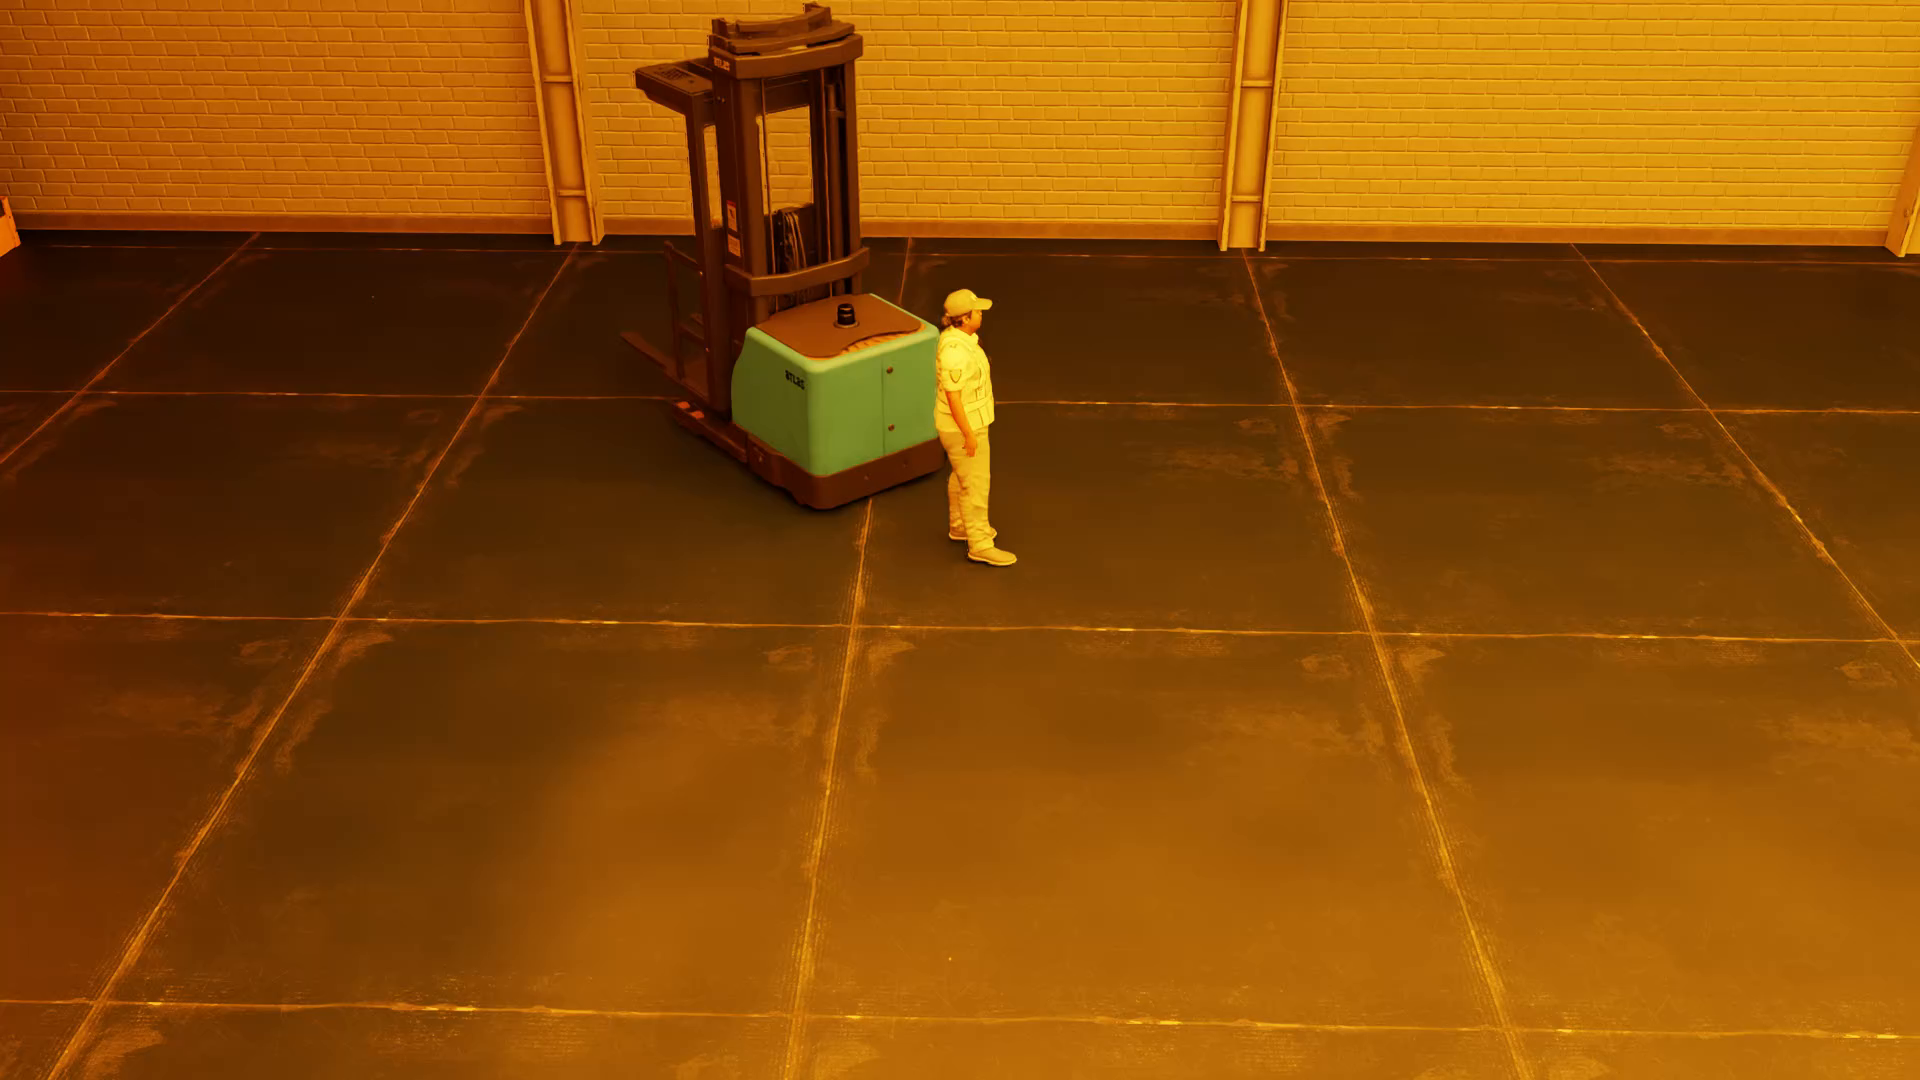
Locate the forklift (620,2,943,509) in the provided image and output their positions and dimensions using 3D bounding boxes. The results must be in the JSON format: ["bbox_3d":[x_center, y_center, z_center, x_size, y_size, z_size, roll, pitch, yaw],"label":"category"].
[{"bbox_3d":[-1.414,-2.145,11.252,1.130,2.935,3.031,-22,37,-32],"label":"forklift"}]

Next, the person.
[{"bbox_3d":[0.095,-0.709,10.062,0.506,1.672,0.601,0,31,0],"label":"person"}]
